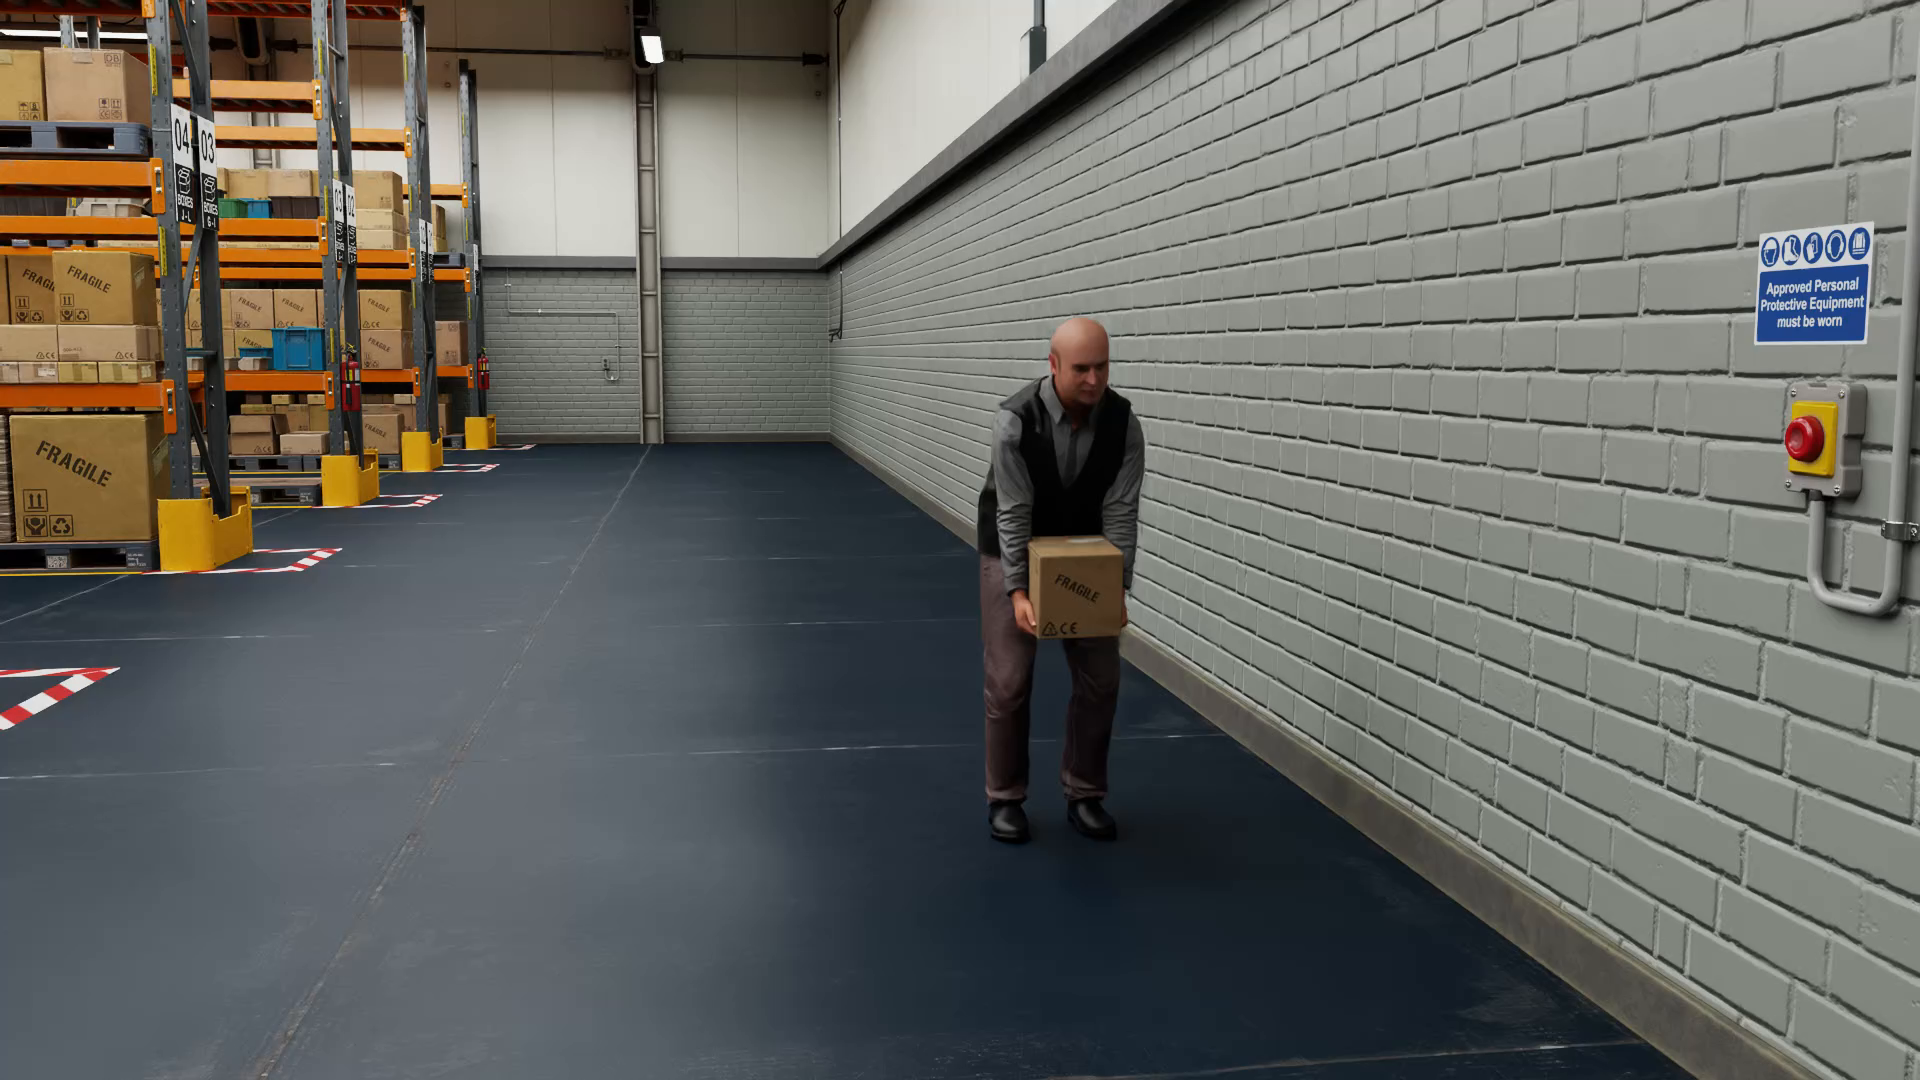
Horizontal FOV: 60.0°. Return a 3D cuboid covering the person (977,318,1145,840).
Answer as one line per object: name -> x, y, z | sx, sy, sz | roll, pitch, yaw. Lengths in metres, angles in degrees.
person -> 0.312, 0.133, 5.145 | 0.473, 1.616, 0.644 | -1, 7, -10
